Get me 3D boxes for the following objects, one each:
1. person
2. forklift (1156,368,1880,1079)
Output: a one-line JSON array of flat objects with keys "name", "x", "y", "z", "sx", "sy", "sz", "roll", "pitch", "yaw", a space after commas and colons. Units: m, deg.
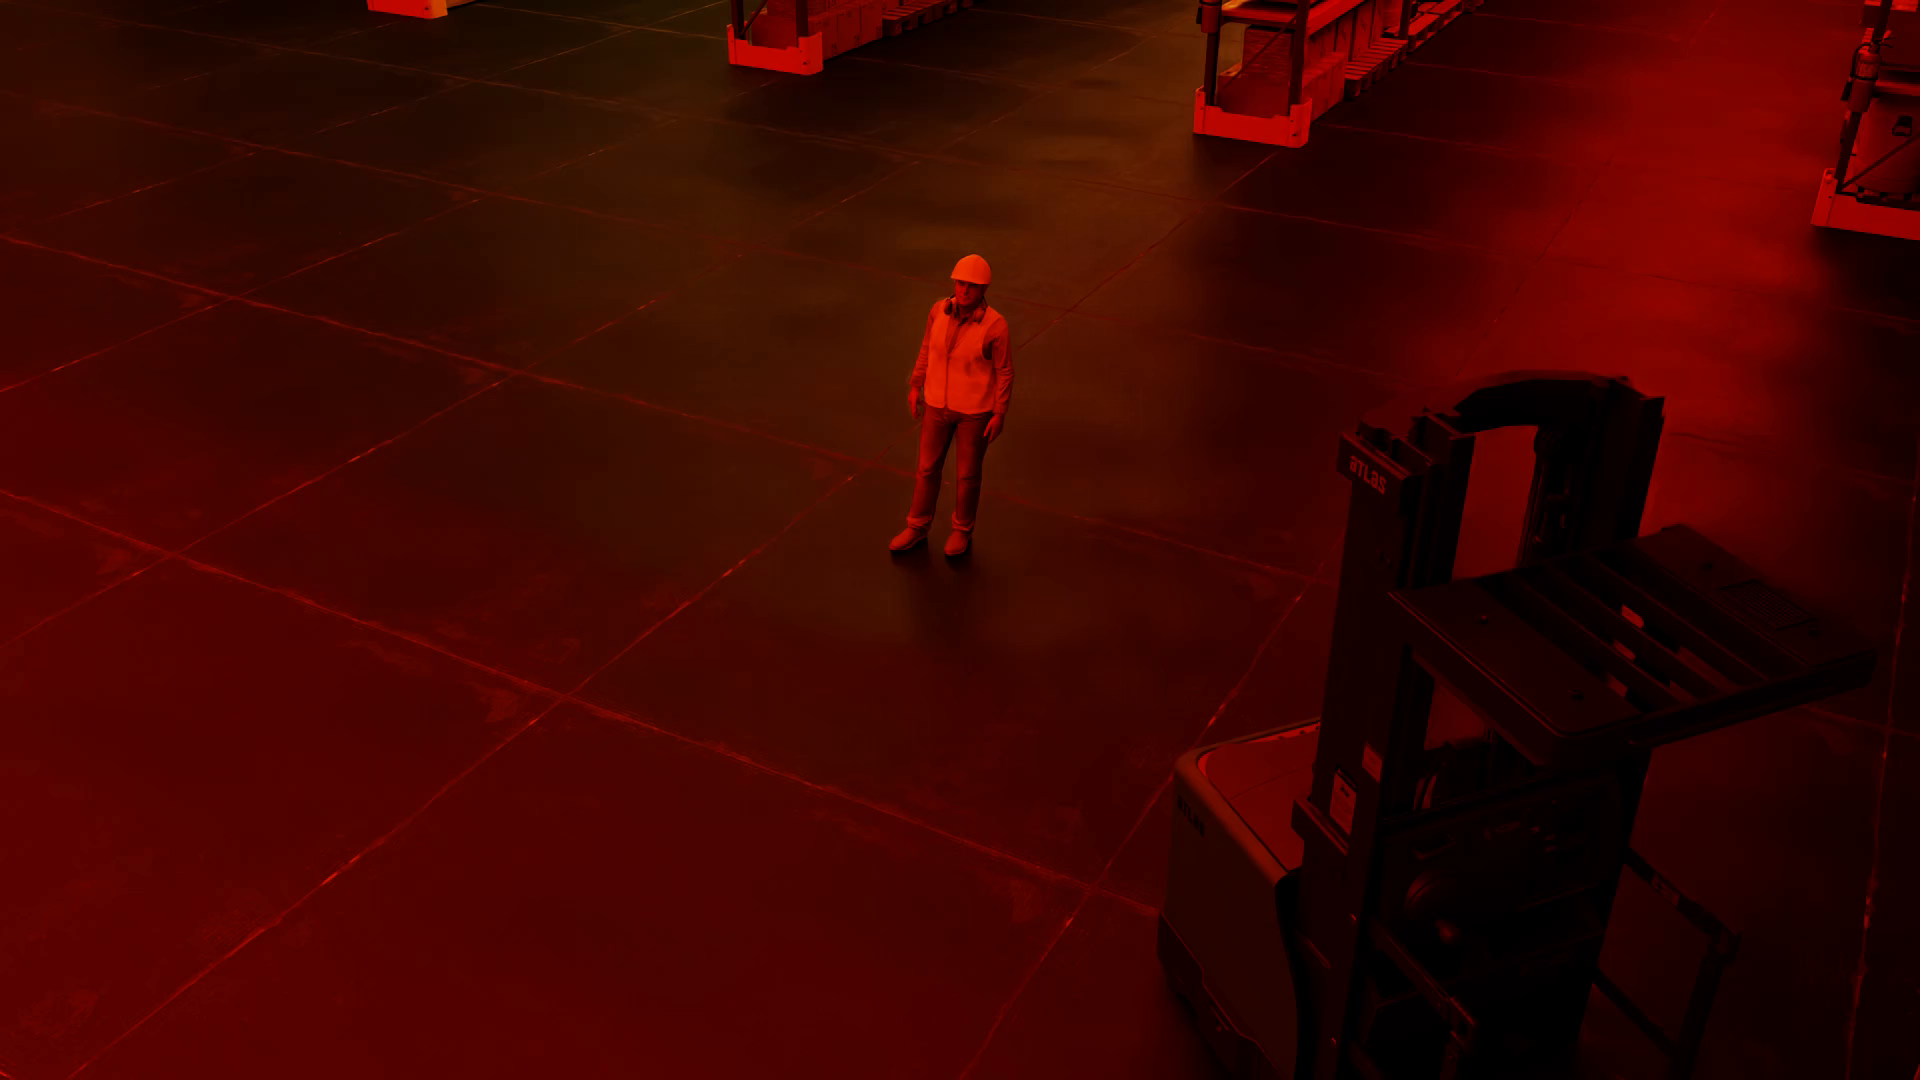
[{"name": "person", "x": -0.037, "y": -0.746, "z": 9.512, "sx": 0.633, "sy": 1.770, "sz": 0.566, "roll": 15, "pitch": 33, "yaw": 25}, {"name": "forklift", "x": 1.841, "y": 1.076, "z": 5.207, "sx": 1.130, "sy": 2.935, "sz": 3.031, "roll": -12, "pitch": 32, "yaw": -19}]
